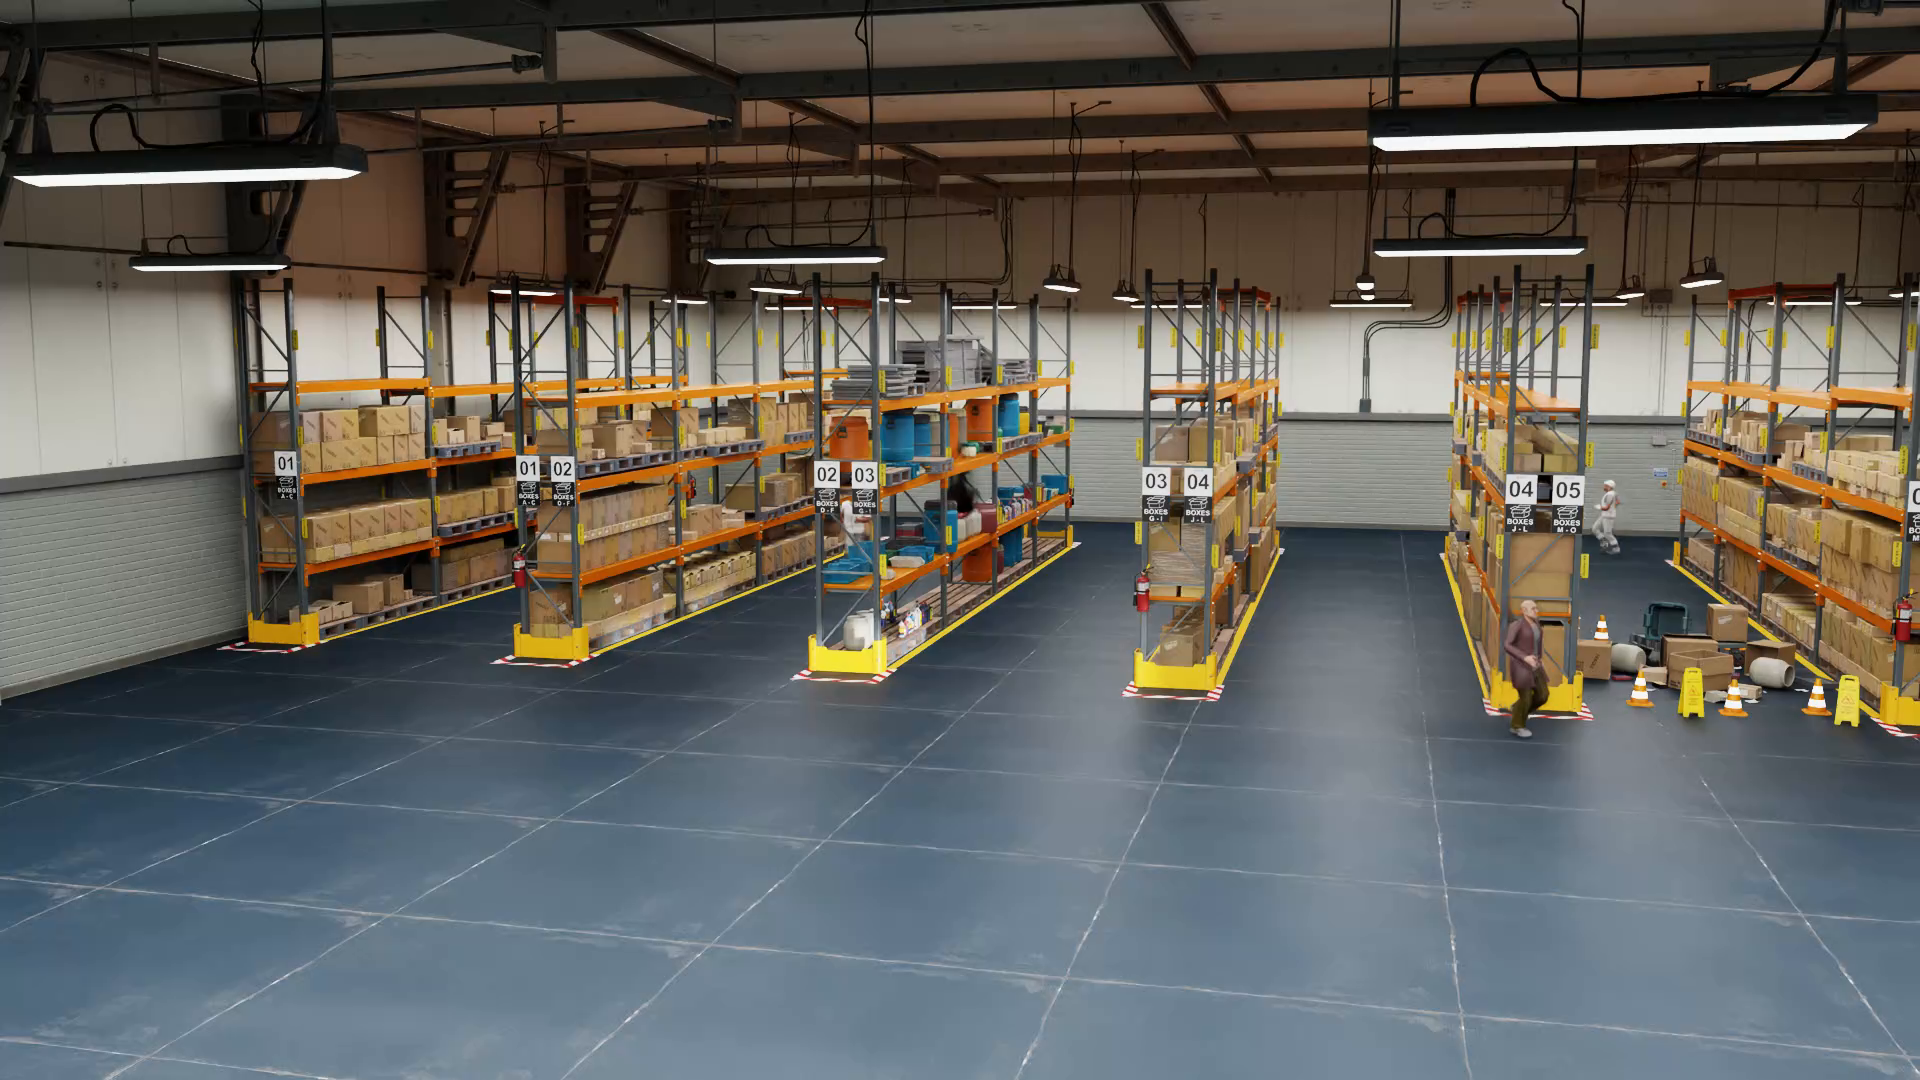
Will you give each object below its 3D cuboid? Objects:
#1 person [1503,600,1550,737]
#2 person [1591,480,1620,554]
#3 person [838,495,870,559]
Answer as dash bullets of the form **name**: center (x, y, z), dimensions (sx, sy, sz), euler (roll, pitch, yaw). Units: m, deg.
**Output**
- **person**: center (7.172, 1.623, 21.041), dimensions (0.729, 1.744, 0.631), euler (-4, 8, -30)
- **person**: center (15.082, -0.520, 38.749), dimensions (0.641, 1.768, 0.672), euler (2, 7, 14)
- **person**: center (-2.119, -0.106, 33.178), dimensions (0.667, 1.880, 0.807), euler (1, 7, 4)
